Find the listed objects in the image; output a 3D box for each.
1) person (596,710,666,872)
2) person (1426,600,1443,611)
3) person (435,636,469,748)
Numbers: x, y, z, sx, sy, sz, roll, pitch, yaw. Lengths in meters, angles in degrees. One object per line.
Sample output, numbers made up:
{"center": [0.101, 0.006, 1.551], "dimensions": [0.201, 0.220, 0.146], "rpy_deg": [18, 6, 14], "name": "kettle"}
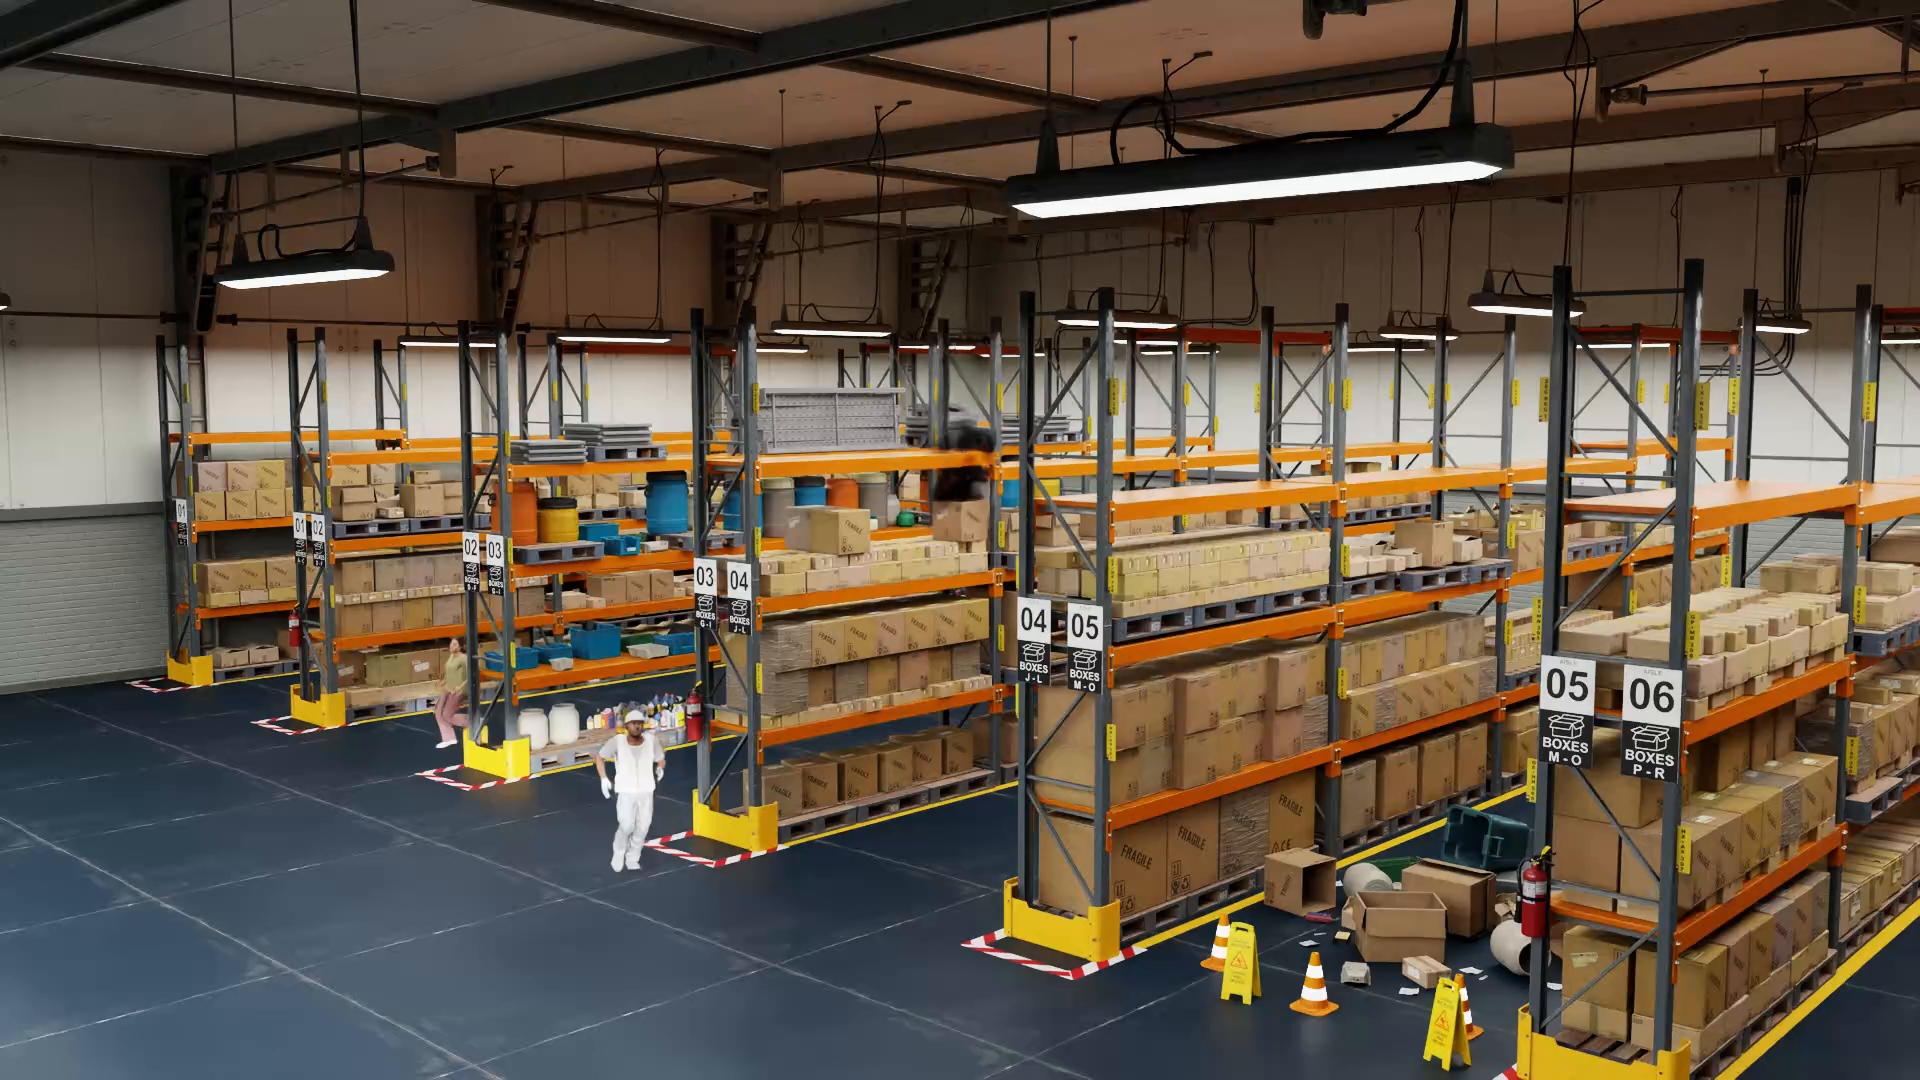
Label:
{"center": [-3.421, 2.652, 17.502], "dimensions": [0.704, 1.733, 0.687], "rpy_deg": [-3, 6, -26], "name": "person"}
{"center": [8.894, 1.319, 31.624], "dimensions": [0.665, 1.830, 0.904], "rpy_deg": [-2, 6, -21], "name": "person"}
{"center": [-7.126, 2.157, 23.687], "dimensions": [0.620, 1.632, 0.582], "rpy_deg": [5, 7, 44], "name": "person"}
